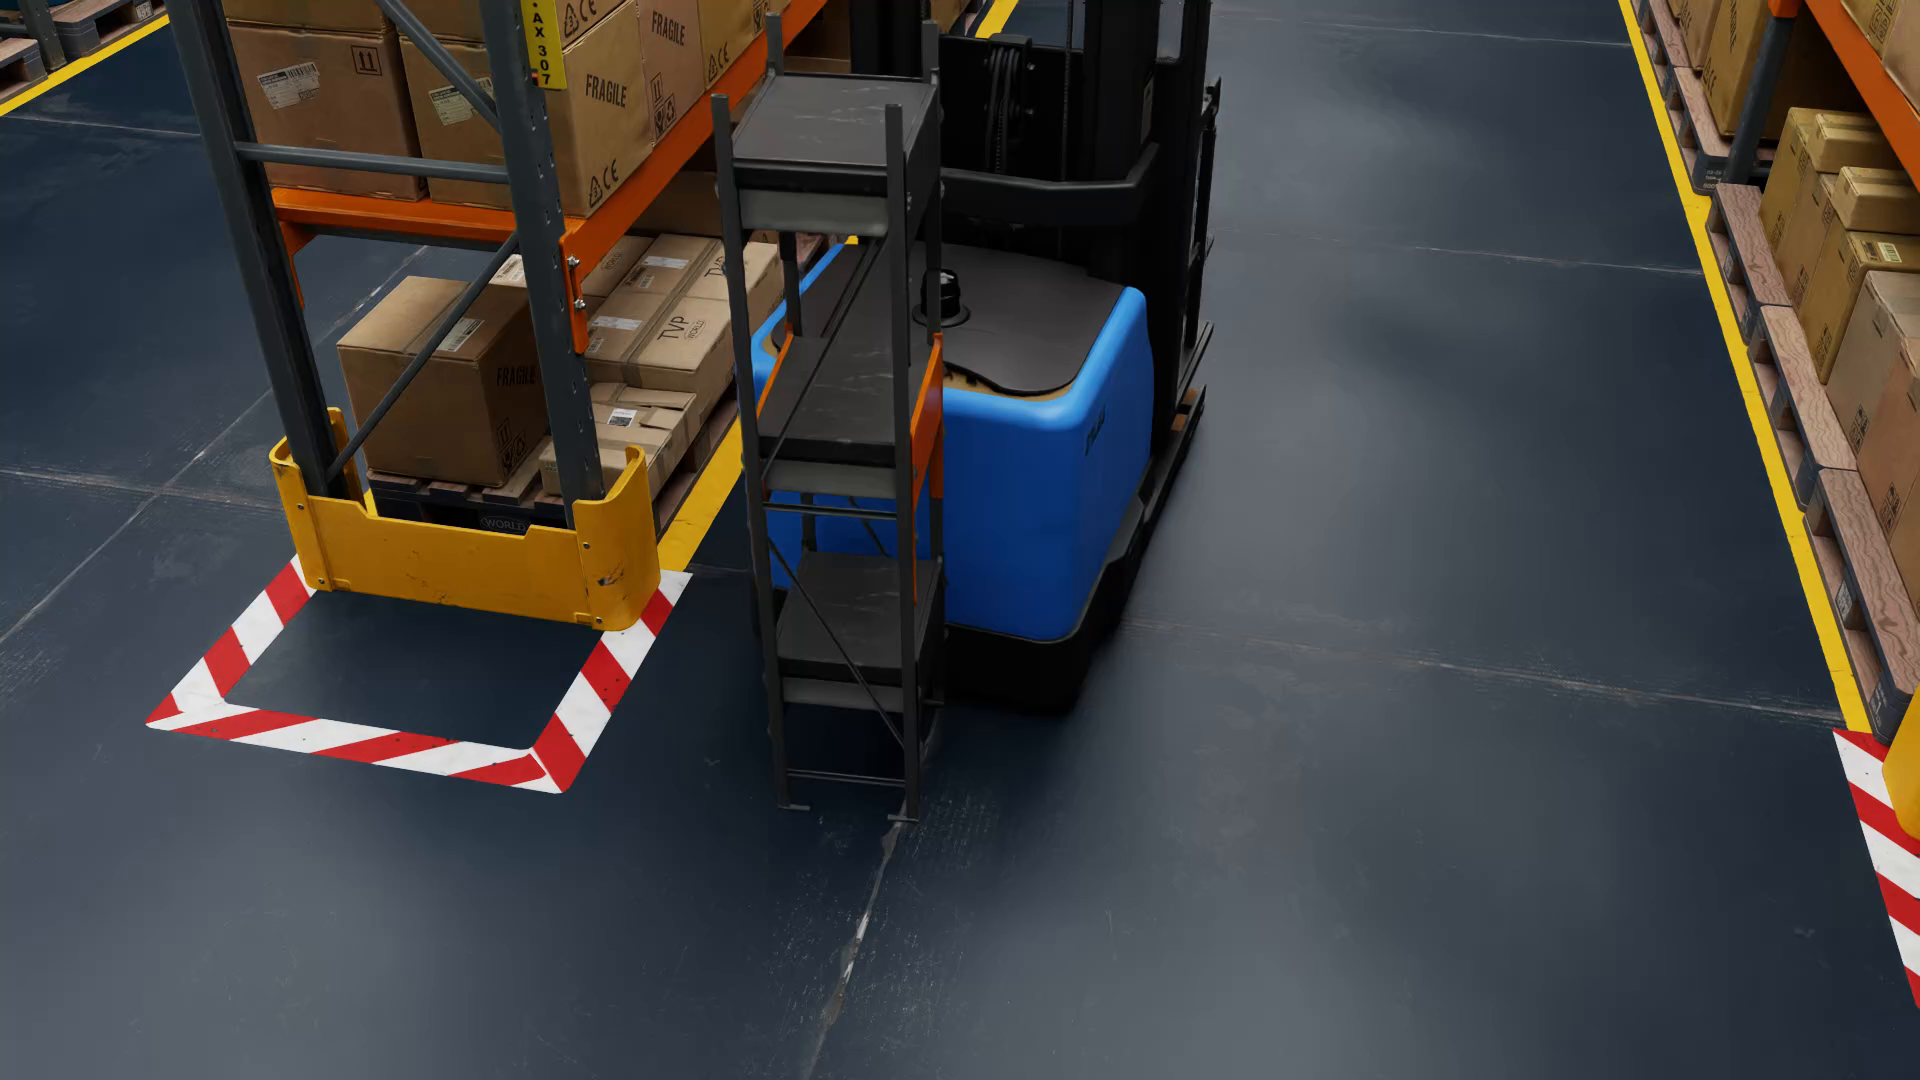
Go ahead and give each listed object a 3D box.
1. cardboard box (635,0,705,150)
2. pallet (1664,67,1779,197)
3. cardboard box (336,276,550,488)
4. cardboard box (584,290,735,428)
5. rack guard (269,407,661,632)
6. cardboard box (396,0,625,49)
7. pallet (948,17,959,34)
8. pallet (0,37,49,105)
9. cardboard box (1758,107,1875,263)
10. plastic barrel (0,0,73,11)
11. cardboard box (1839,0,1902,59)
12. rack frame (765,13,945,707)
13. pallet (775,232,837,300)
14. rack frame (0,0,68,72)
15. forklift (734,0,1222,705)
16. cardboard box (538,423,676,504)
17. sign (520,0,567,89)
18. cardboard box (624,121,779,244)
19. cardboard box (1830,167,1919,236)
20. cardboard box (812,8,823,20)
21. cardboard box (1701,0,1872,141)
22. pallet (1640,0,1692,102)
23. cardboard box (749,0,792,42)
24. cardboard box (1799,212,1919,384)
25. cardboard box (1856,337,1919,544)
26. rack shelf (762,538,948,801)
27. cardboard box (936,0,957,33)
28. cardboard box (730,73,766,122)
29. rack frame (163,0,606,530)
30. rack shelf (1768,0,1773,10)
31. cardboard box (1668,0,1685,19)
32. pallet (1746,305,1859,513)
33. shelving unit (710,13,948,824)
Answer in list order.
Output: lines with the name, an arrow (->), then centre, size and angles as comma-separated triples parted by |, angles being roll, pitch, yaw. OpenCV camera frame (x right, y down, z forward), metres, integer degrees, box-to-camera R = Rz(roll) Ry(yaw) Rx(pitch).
cardboard box -> -1.155, -1.599, 5.315 | 0.500, 0.500, 0.500 | 7, 37, 10
pallet -> 4.174, -2.038, 8.382 | 1.003, 0.211, 1.213 | 7, 37, 10
cardboard box -> -1.737, -0.549, 5.707 | 0.500, 0.500, 0.500 | 7, 37, 10
cardboard box -> -1.112, -0.668, 6.084 | 0.500, 0.250, 0.500 | 7, 37, 10
rack guard -> -1.596, -0.072, 5.423 | 1.175, 0.500, 0.348 | 7, 37, 10
cardboard box -> -1.260, -1.707, 4.612 | 0.500, 0.500, 0.500 | 8, 37, 11
pallet -> -0.621, -2.676, 9.262 | 1.003, 0.211, 1.213 | 7, 37, 10
pallet -> -5.715, -2.401, 8.883 | 1.003, 0.211, 1.213 | 7, 37, 10
cardboard box -> 3.822, -1.457, 6.977 | 0.700, 0.500, 0.500 | 8, 37, 11
plastic barrel -> -5.463, -3.587, 9.573 | 0.600, 0.901, 0.708 | 7, 37, 10
cardboard box -> 3.789, -2.110, 5.849 | 0.980, 0.700, 0.700 | 6, 36, 9
rack frame -> -0.248, -0.356, 4.437 | 0.400, 2.100, 0.015 | 5, 37, 6
pallet -> -1.164, -1.110, 7.101 | 1.003, 0.211, 1.213 | 7, 37, 10
rack frame -> -5.596, -3.957, 8.653 | 1.000, 3.000, 0.127 | 7, 37, 10
forklift -> 0.297, -1.559, 5.404 | 1.130, 2.935, 3.031 | 11, 37, 15
cardboard box -> -1.187, -0.261, 5.609 | 0.380, 0.149, 0.250 | 7, 37, 10
sign -> -1.082, -1.323, 4.282 | 0.100, 0.325, 0.005 | 7, 37, 10
cardboard box -> -1.154, -1.423, 6.910 | 0.797, 0.503, 0.637 | 7, 37, 10
cardboard box -> 3.460, -1.247, 6.134 | 0.380, 0.149, 0.250 | 6, 36, 9
cardboard box -> -0.932, -2.819, 8.838 | 0.500, 0.500, 0.500 | 7, 37, 10
cardboard box -> 4.094, -2.404, 7.984 | 0.750, 0.750, 0.750 | 8, 37, 11
pallet -> 4.432, -2.739, 9.350 | 1.003, 0.211, 1.213 | 7, 37, 10
cardboard box -> -0.936, -2.173, 6.107 | 0.500, 0.500, 0.500 | 8, 37, 11
cardboard box -> 3.600, -0.876, 6.174 | 0.700, 0.500, 0.500 | 8, 37, 11
cardboard box -> 3.387, -0.280, 5.353 | 0.700, 0.500, 0.500 | 7, 37, 10
rack shelf -> -0.280, 0.360, 4.672 | 0.431, 0.518, 0.480 | 5, 37, 6
cardboard box -> -0.313, -3.054, 9.163 | 0.500, 0.500, 0.500 | 8, 37, 11
cardboard box -> -1.059, -2.210, 8.159 | 0.500, 0.311, 0.500 | 7, 37, 10
rack frame -> -1.612, -1.041, 4.630 | 1.000, 3.000, 0.127 | 7, 37, 10
rack shelf -> 4.510, -3.570, 8.733 | 1.077, 0.370, 4.000 | 7, 37, 10
cardboard box -> 4.458, -3.401, 9.361 | 0.750, 0.750, 0.750 | 7, 37, 10
pallet -> 3.585, -0.458, 6.202 | 1.003, 0.211, 1.213 | 7, 37, 10
shelving unit -> -0.282, -0.211, 4.244 | 0.431, 2.100, 0.503 | 5, 37, 6
